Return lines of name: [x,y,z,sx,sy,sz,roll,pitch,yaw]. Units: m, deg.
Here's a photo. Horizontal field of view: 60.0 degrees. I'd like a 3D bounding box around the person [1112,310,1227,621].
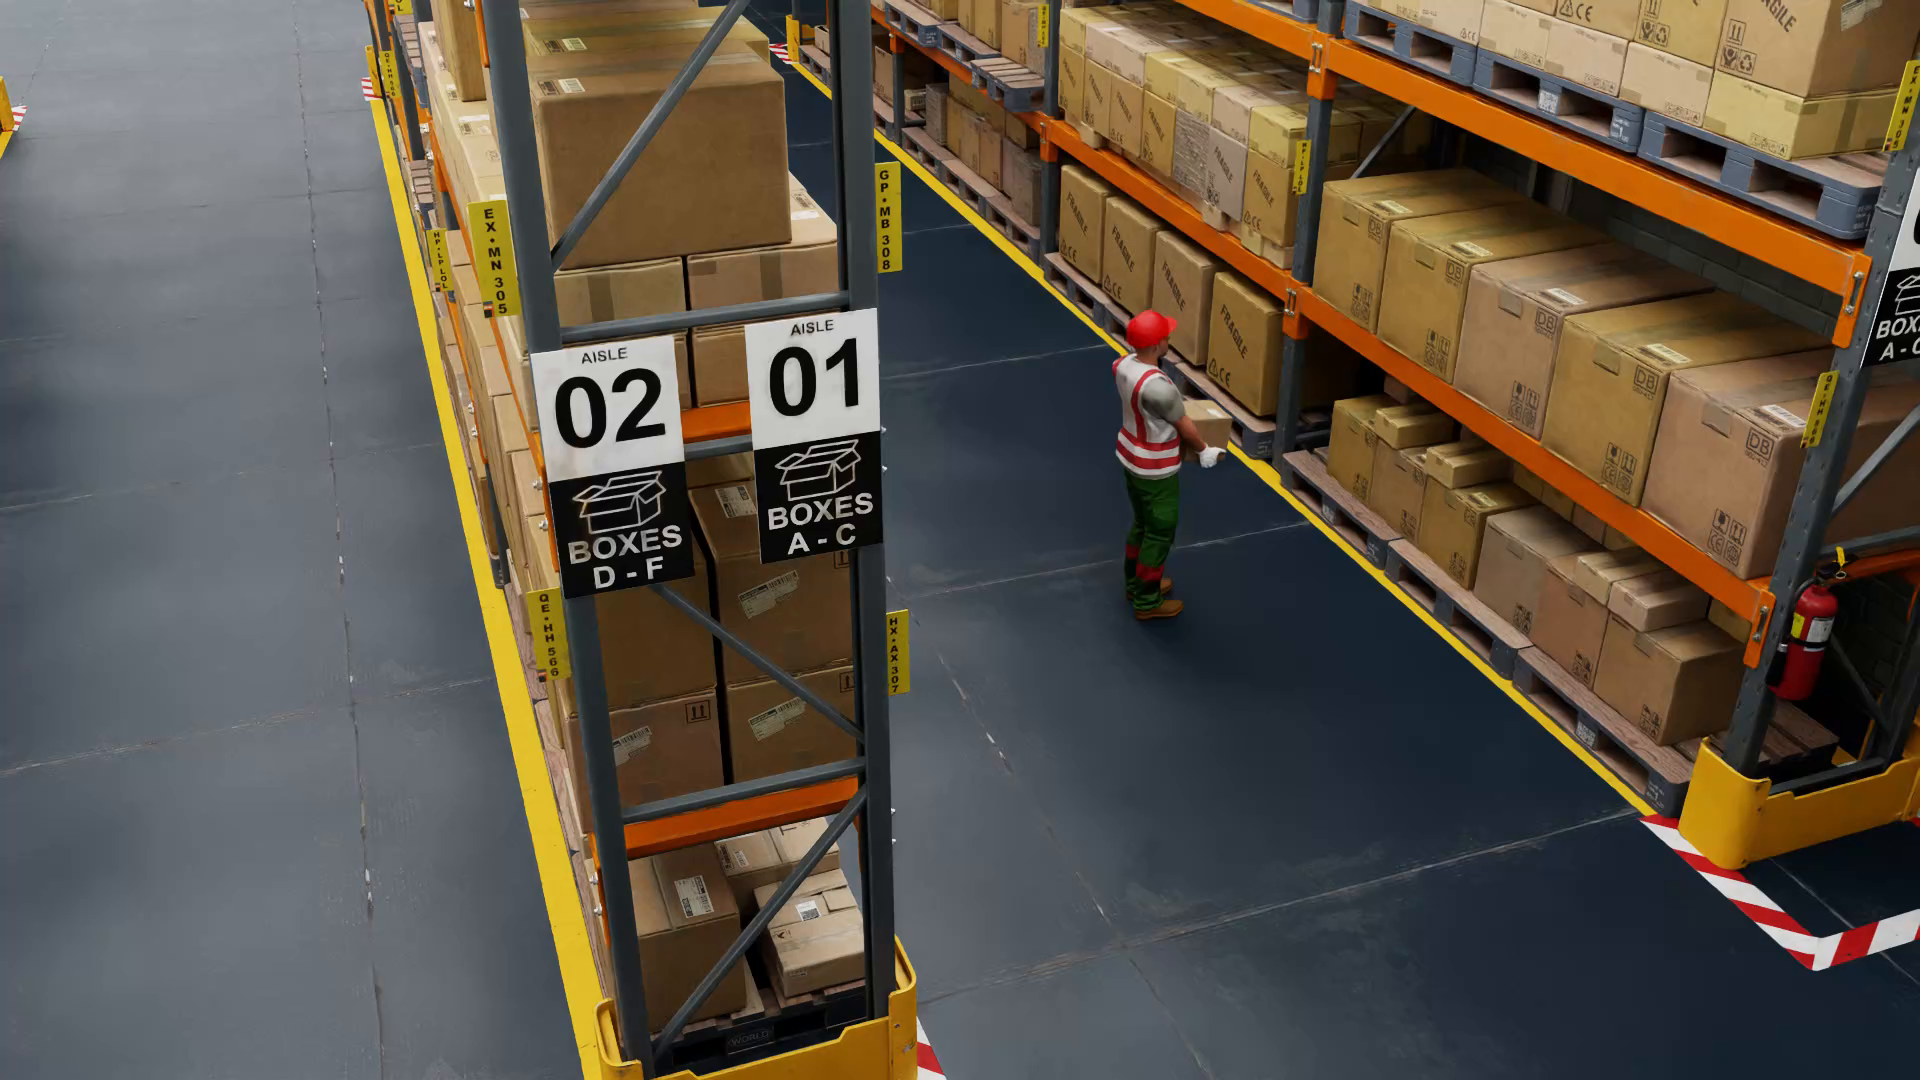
person: [1.129,-0.431,9.086,0.566,1.784,0.494,-10,31,-17]
